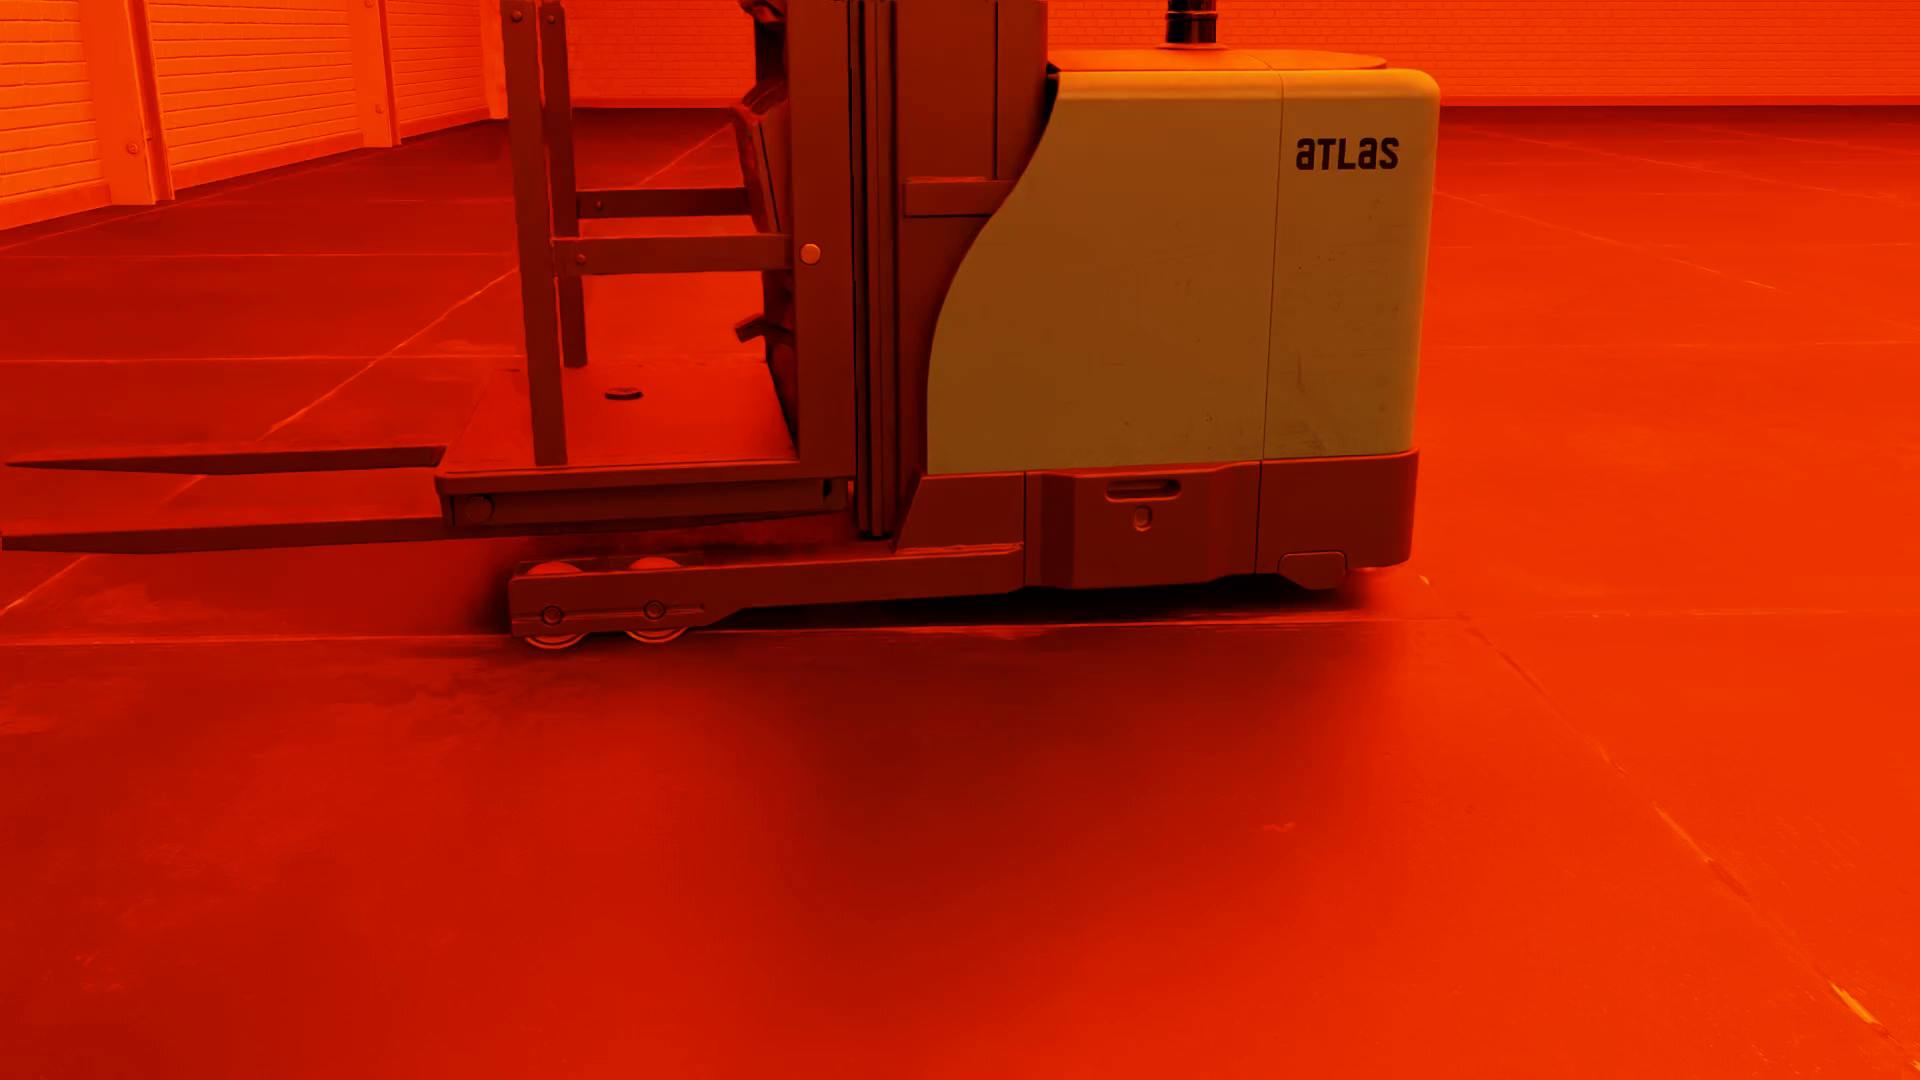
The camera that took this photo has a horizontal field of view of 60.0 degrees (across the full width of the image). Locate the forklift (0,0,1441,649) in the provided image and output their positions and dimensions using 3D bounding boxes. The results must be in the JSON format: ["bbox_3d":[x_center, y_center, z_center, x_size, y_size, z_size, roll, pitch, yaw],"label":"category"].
[{"bbox_3d":[-0.599,-1.356,3.341,3.031,2.935,1.130,-3,17,-9],"label":"forklift"}]
